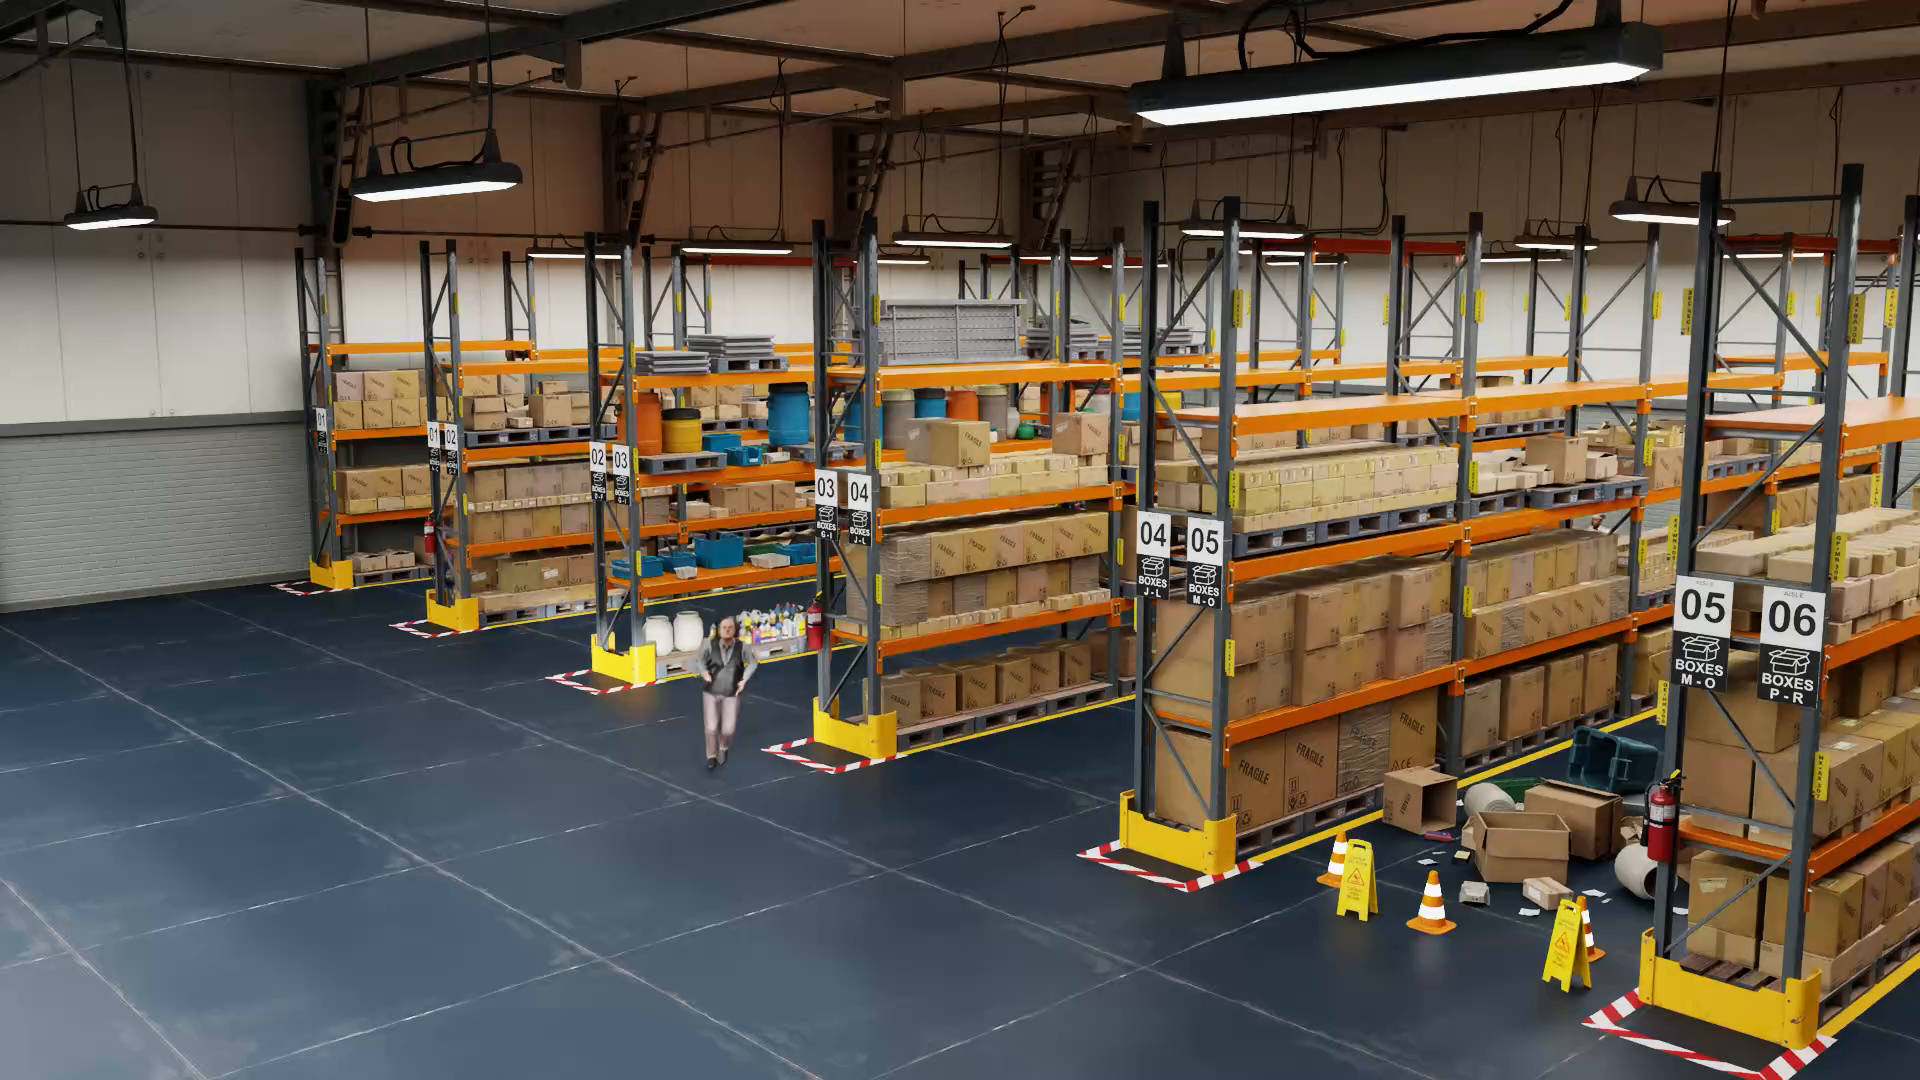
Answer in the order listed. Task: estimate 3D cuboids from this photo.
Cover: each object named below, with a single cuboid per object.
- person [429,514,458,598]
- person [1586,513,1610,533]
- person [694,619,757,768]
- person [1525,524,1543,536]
[{"bbox_3d":[-8.571,0.332,27.803,0.567,1.551,0.581,6,10,35],"label":"person"},{"bbox_3d":[10.484,0.342,27.443,0.594,1.637,0.573,8,11,42],"label":"person"},{"bbox_3d":[-2.555,1.690,18.125,0.670,1.671,0.600,-1,8,-4],"label":"person"},{"bbox_3d":[8.883,0.544,25.813,0.639,1.688,0.744,7,11,38],"label":"person"}]
